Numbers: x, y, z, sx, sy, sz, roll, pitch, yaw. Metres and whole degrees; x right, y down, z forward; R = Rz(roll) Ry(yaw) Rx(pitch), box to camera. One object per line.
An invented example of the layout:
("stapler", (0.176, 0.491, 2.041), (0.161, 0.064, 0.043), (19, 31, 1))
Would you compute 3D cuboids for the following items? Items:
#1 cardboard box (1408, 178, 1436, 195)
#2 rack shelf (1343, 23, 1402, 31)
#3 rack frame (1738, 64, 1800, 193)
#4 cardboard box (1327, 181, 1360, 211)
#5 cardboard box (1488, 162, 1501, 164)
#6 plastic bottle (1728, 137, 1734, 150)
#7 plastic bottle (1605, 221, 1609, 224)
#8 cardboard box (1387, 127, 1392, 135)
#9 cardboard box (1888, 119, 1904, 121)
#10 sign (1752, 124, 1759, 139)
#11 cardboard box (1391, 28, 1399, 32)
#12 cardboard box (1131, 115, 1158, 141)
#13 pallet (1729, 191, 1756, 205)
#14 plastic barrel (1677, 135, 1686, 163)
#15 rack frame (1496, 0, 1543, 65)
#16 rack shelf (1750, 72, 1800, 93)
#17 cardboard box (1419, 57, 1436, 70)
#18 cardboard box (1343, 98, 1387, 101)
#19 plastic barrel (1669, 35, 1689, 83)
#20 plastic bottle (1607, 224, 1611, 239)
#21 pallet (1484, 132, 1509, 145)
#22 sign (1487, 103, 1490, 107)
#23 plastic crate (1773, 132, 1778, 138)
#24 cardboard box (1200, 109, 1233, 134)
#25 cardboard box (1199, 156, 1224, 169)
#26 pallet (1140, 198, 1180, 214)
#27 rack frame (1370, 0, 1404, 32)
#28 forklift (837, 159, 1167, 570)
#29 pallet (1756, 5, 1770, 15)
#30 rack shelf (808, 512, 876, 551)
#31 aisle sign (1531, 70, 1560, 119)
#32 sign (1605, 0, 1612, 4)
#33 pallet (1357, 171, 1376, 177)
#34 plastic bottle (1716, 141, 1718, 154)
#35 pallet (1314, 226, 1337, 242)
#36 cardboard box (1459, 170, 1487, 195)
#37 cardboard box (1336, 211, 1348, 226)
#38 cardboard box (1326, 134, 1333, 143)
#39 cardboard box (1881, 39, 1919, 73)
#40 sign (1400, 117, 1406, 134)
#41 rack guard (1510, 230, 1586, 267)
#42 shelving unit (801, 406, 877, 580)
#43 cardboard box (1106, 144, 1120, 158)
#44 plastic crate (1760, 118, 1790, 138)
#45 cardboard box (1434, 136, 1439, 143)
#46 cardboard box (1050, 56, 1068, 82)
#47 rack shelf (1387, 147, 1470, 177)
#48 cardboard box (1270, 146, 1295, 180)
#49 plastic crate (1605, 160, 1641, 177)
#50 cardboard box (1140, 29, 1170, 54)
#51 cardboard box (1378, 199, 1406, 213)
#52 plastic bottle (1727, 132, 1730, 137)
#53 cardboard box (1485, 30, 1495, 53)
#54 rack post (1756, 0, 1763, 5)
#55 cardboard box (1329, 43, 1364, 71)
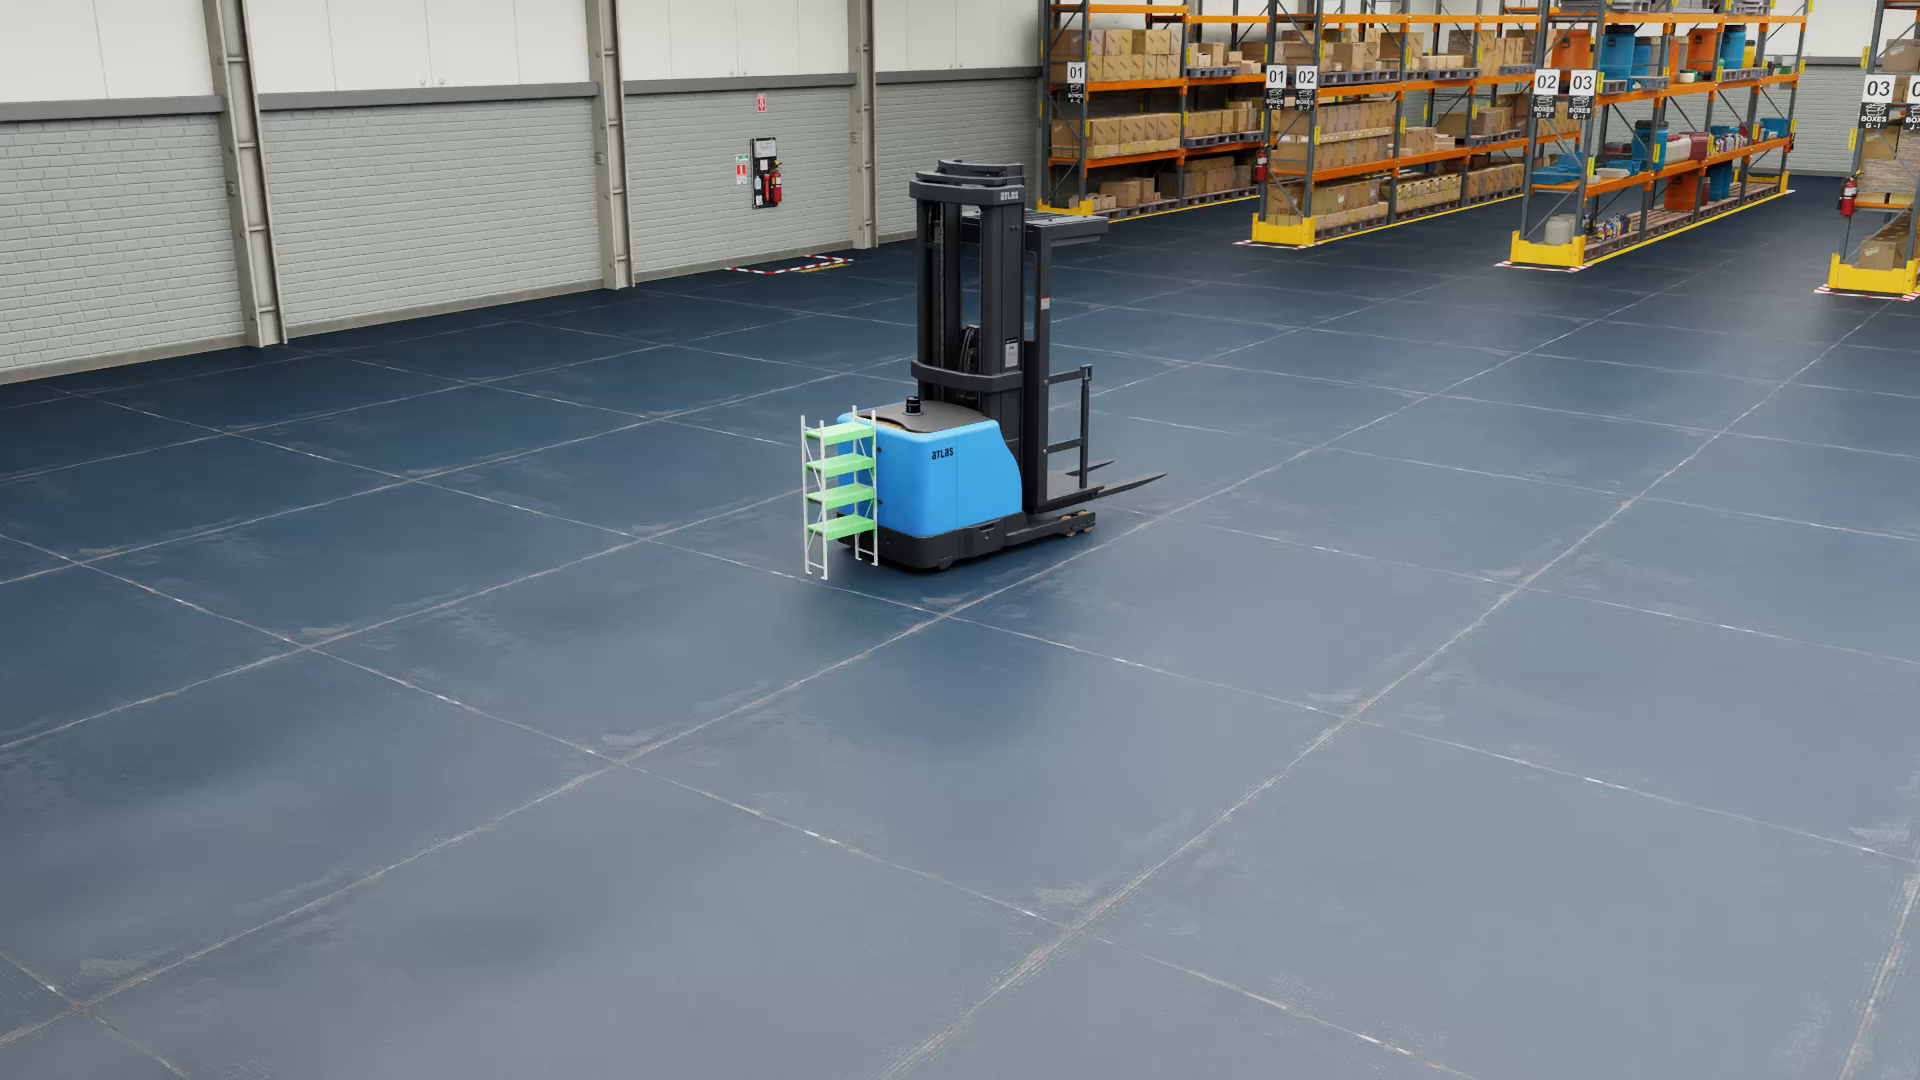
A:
("cardboard box", (9.830, -7.573, 35.554), (0.500, 0.311, 0.500), (13, 22, 36))
("rack shelf", (10.447, -13.583, 43.698), (1.077, 0.370, 4.000), (12, 21, 35))
("rack frame", (19.595, -9.978, 40.319), (1.000, 3.000, 0.127), (12, 21, 35))
("cardboard box", (7.480, -6.735, 32.536), (0.500, 0.500, 0.500), (12, 21, 35))
("cardboard box", (12.752, -8.846, 40.145), (0.500, 0.500, 0.500), (11, 21, 32))
("plastic bottle", (16.718, -8.608, 36.116), (0.152, 0.276, 0.135), (12, 21, 35))
("plastic bottle", (11.800, -5.687, 30.337), (0.061, 0.283, 0.133), (12, 21, 35))
("cardboard box", (8.479, -8.251, 33.495), (0.380, 0.149, 0.250), (12, 21, 35))
("cardboard box", (15.066, -6.491, 26.731), (0.500, 0.500, 0.500), (12, 21, 35))
("sign", (17.652, -9.060, 36.895), (0.100, 0.325, 0.005), (12, 21, 35))
("cardboard box", (11.422, -13.474, 44.628), (0.500, 0.500, 0.500), (12, 21, 35))
("cardboard box", (3.854, -8.762, 35.355), (0.500, 0.500, 0.500), (12, 21, 33))
("pallet", (17.619, -7.876, 38.250), (1.003, 0.211, 1.213), (12, 21, 35))
("plastic barrel", (14.136, -7.743, 32.932), (0.421, 0.512, 0.421), (0, 17, 0))
("rack frame", (13.236, -12.767, 39.182), (1.000, 3.000, 0.127), (12, 21, 35))
("rack shelf", (18.403, -10.591, 38.446), (1.077, 0.370, 4.000), (12, 21, 35))
("cardboard box", (9.658, -10.003, 34.883), (0.500, 0.250, 0.500), (10, 20, 30))
("cardboard box", (10.918, -11.574, 44.950), (0.980, 0.700, 0.700), (12, 21, 34))
("plastic barrel", (14.165, -9.588, 33.157), (0.600, 0.901, 0.600), (0, 17, 0))
("plastic bottle", (11.656, -5.557, 29.939), (0.097, 0.271, 0.097), (0, 17, 0))
("pallet", (12.007, -9.322, 38.527), (1.003, 0.211, 1.213), (12, 21, 35))
("sign", (12.795, -10.409, 40.247), (0.100, 0.325, 0.005), (12, 21, 35))
("plastic crate", (19.255, -9.655, 39.620), (0.396, 0.136, 0.243), (12, 21, 35))
("cardboard box", (5.875, -9.667, 38.406), (0.700, 0.500, 0.500), (12, 21, 35))
("cardboard box", (5.792, -8.769, 38.634), (0.500, 0.250, 0.500), (12, 21, 34))
("pallet", (4.117, -7.373, 36.631), (1.003, 0.211, 1.213), (12, 21, 35))
("rack frame", (11.639, -14.594, 45.066), (1.000, 3.000, 0.127), (12, 21, 35))
("forklift", (0.460, -1.528, 13.221), (3.031, 2.935, 1.130), (-16, 23, -41))
("pallet", (16.743, -11.407, 35.796), (1.003, 0.211, 1.213), (12, 21, 35))
("rack shelf", (-0.892, -0.065, 12.455), (0.480, 0.148, 0.258), (-16, 23, -41))
("aisle sign", (9.780, -7.445, 27.775), (0.394, 0.787, 0.004), (12, 21, 35))
("sign", (10.501, -8.835, 26.872), (0.100, 0.325, 0.005), (12, 21, 35))
("pallet", (10.498, -9.904, 44.780), (1.003, 0.211, 1.213), (12, 21, 35))
("plastic bottle", (15.929, -8.277, 35.057), (0.097, 0.271, 0.097), (0, 17, 0))
("pallet", (6.508, -5.902, 31.892), (1.003, 0.211, 1.213), (12, 21, 35))
("cardboard box", (11.661, -8.149, 37.901), (0.500, 0.500, 0.500), (12, 21, 33))
("cardboard box", (7.177, -6.258, 32.267), (0.500, 0.250, 0.500), (12, 21, 35))
("cardboard box", (6.797, -7.579, 31.330), (0.380, 0.149, 0.250), (13, 21, 35))
("cardboard box", (14.760, -7.567, 25.983), (0.500, 0.500, 0.500), (12, 21, 35))
("sign", (8.916, -8.350, 33.481), (0.100, 0.325, 0.005), (12, 21, 35))
("rack guard", (10.069, -5.000, 28.503), (1.175, 0.500, 0.348), (12, 21, 35))
("shelving unit", (-0.892, -0.355, 12.364), (0.503, 1.200, 0.258), (-16, 23, -41))
("cardboard box", (2.949, -8.043, 34.304), (0.500, 0.250, 0.500), (12, 21, 33))
("plastic crate", (19.545, -9.911, 39.941), (0.616, 0.435, 0.499), (12, 21, 35))
("cardboard box", (10.164, -8.728, 36.442), (0.500, 0.311, 0.500), (12, 21, 34))
("cardboard box", (2.151, -9.552, 33.686), (0.500, 0.500, 0.500), (14, 22, 39))
("rack shelf", (9.661, -8.129, 35.577), (1.077, 0.370, 4.000), (12, 21, 35))
("cardboard box", (7.942, -9.357, 41.234), (0.750, 0.750, 0.750), (12, 21, 34))
("plastic crate", (12.004, -6.738, 30.134), (0.499, 0.251, 0.616), (12, 21, 35))
("cardboard box", (4.088, -10.538, 35.174), (0.500, 0.500, 0.500), (14, 22, 38))
("cardboard box", (8.908, -6.936, 34.450), (0.500, 0.250, 0.500), (12, 21, 33))
("plastic bottle", (16.811, -8.751, 36.449), (0.144, 0.351, 0.185), (12, 21, 35))
("cardboard box", (11.725, -11.253, 37.510), (0.500, 0.500, 0.500), (12, 21, 35))
("rack post", (16.685, -11.660, 35.744), (0.937, 0.300, 0.954), (12, 21, 34))
("cardboard box", (7.295, -9.139, 31.444), (0.500, 0.500, 0.500), (12, 21, 35))
